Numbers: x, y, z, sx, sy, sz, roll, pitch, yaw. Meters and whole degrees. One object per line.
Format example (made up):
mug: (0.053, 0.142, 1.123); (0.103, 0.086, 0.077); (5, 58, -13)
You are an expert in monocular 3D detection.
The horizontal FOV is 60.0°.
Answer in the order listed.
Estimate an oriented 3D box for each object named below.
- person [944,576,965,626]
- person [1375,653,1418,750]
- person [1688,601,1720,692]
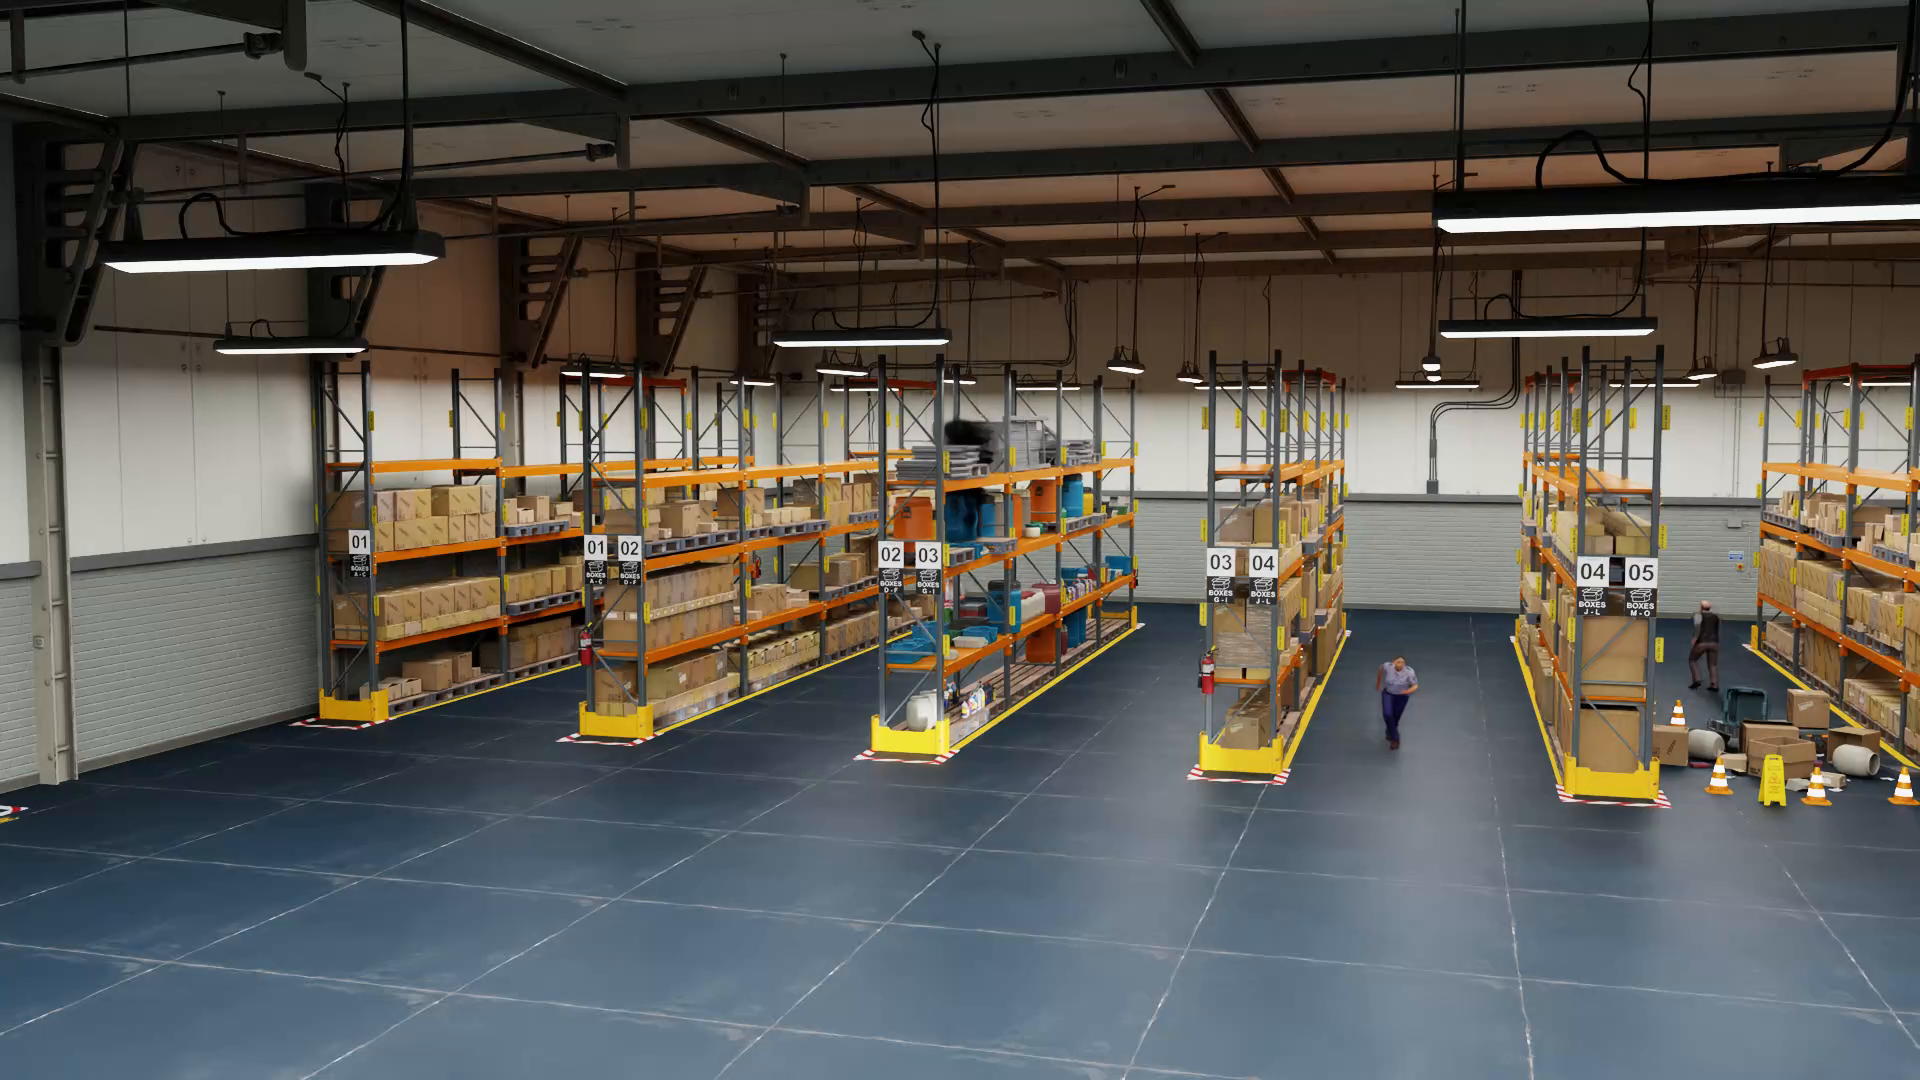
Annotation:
person: (-0.210, 1.516, 36.295); (0.646, 1.783, 0.701); (0, 4, 3)
person: (6.696, 2.425, 25.531); (0.605, 1.479, 1.064); (1, 4, 10)
person: (13.805, 1.969, 30.758); (0.577, 1.667, 0.940); (0, 4, 4)
